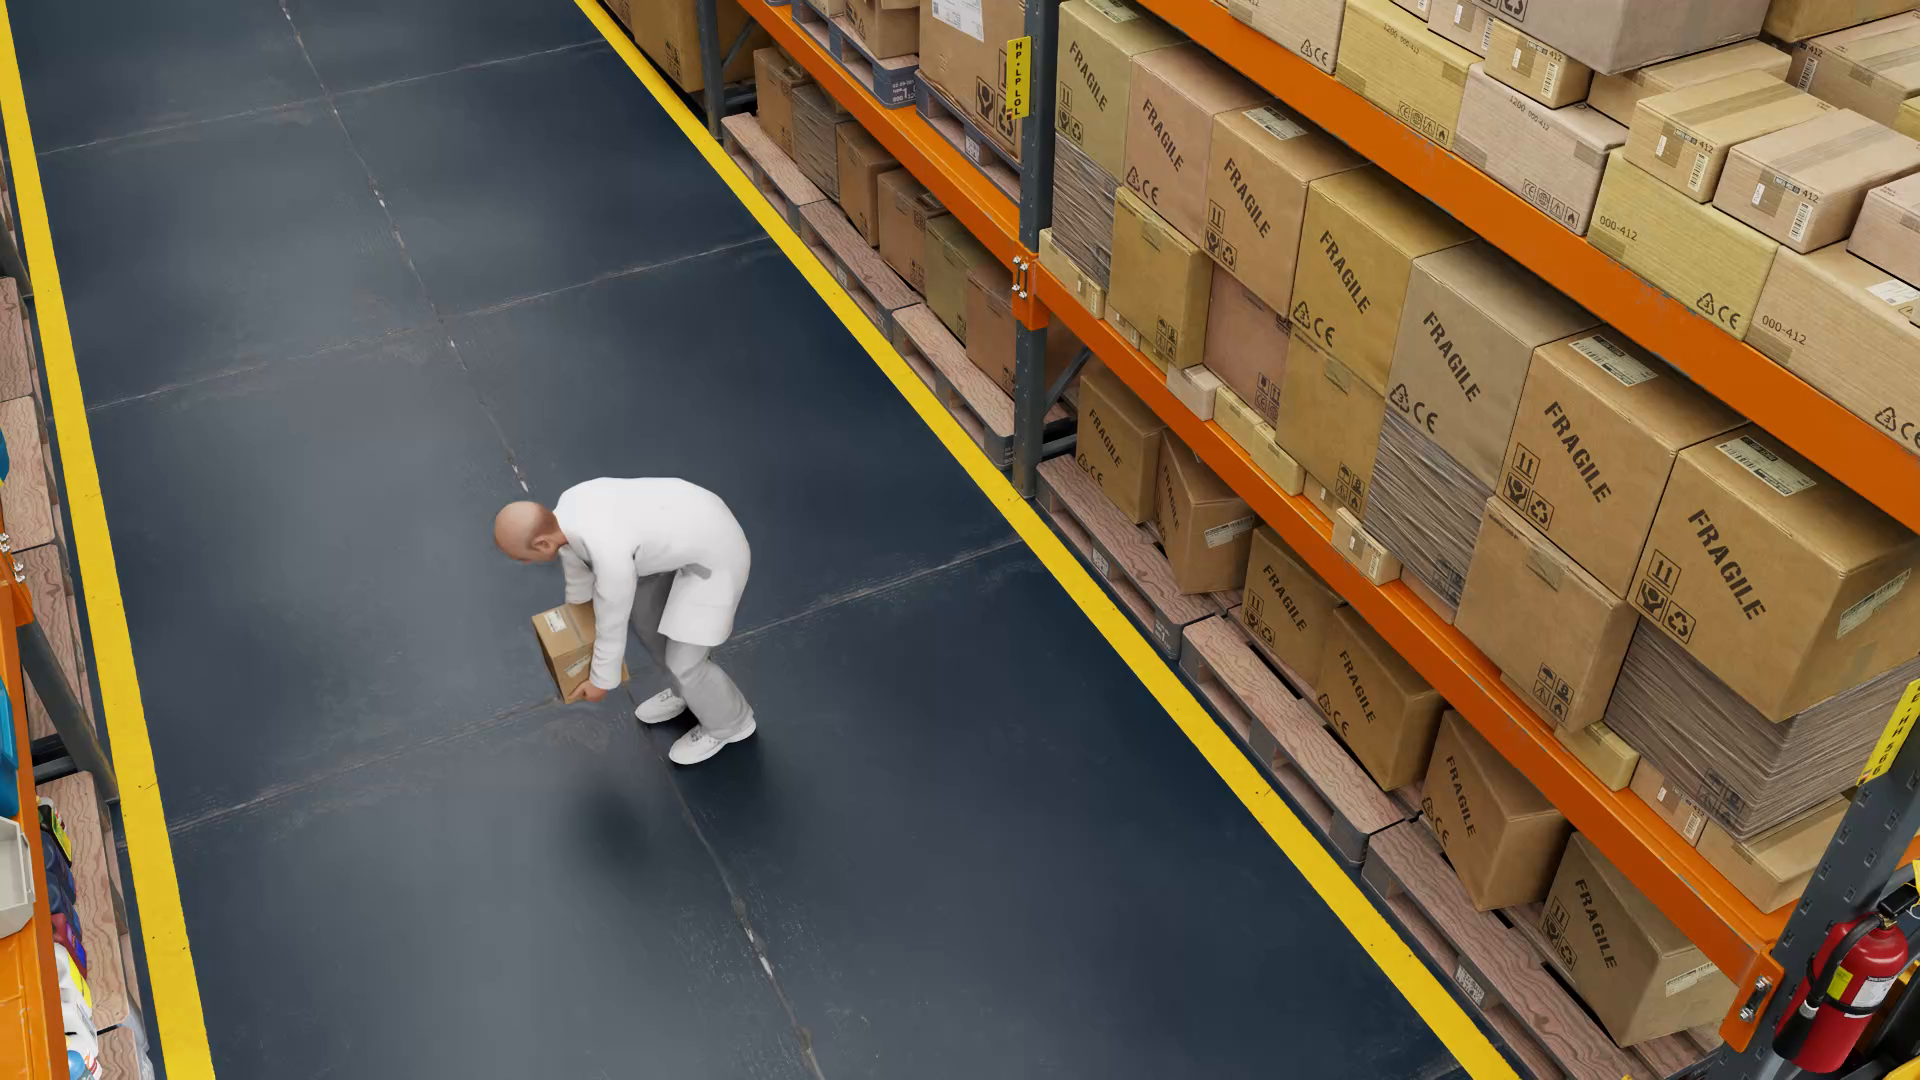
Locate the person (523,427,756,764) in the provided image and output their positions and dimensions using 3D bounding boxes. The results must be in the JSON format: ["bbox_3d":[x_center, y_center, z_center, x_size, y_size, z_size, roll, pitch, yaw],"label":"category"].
[{"bbox_3d":[-1.142,0.162,6.115,0.714,1.610,0.546,-20,44,-21],"label":"person"}]
